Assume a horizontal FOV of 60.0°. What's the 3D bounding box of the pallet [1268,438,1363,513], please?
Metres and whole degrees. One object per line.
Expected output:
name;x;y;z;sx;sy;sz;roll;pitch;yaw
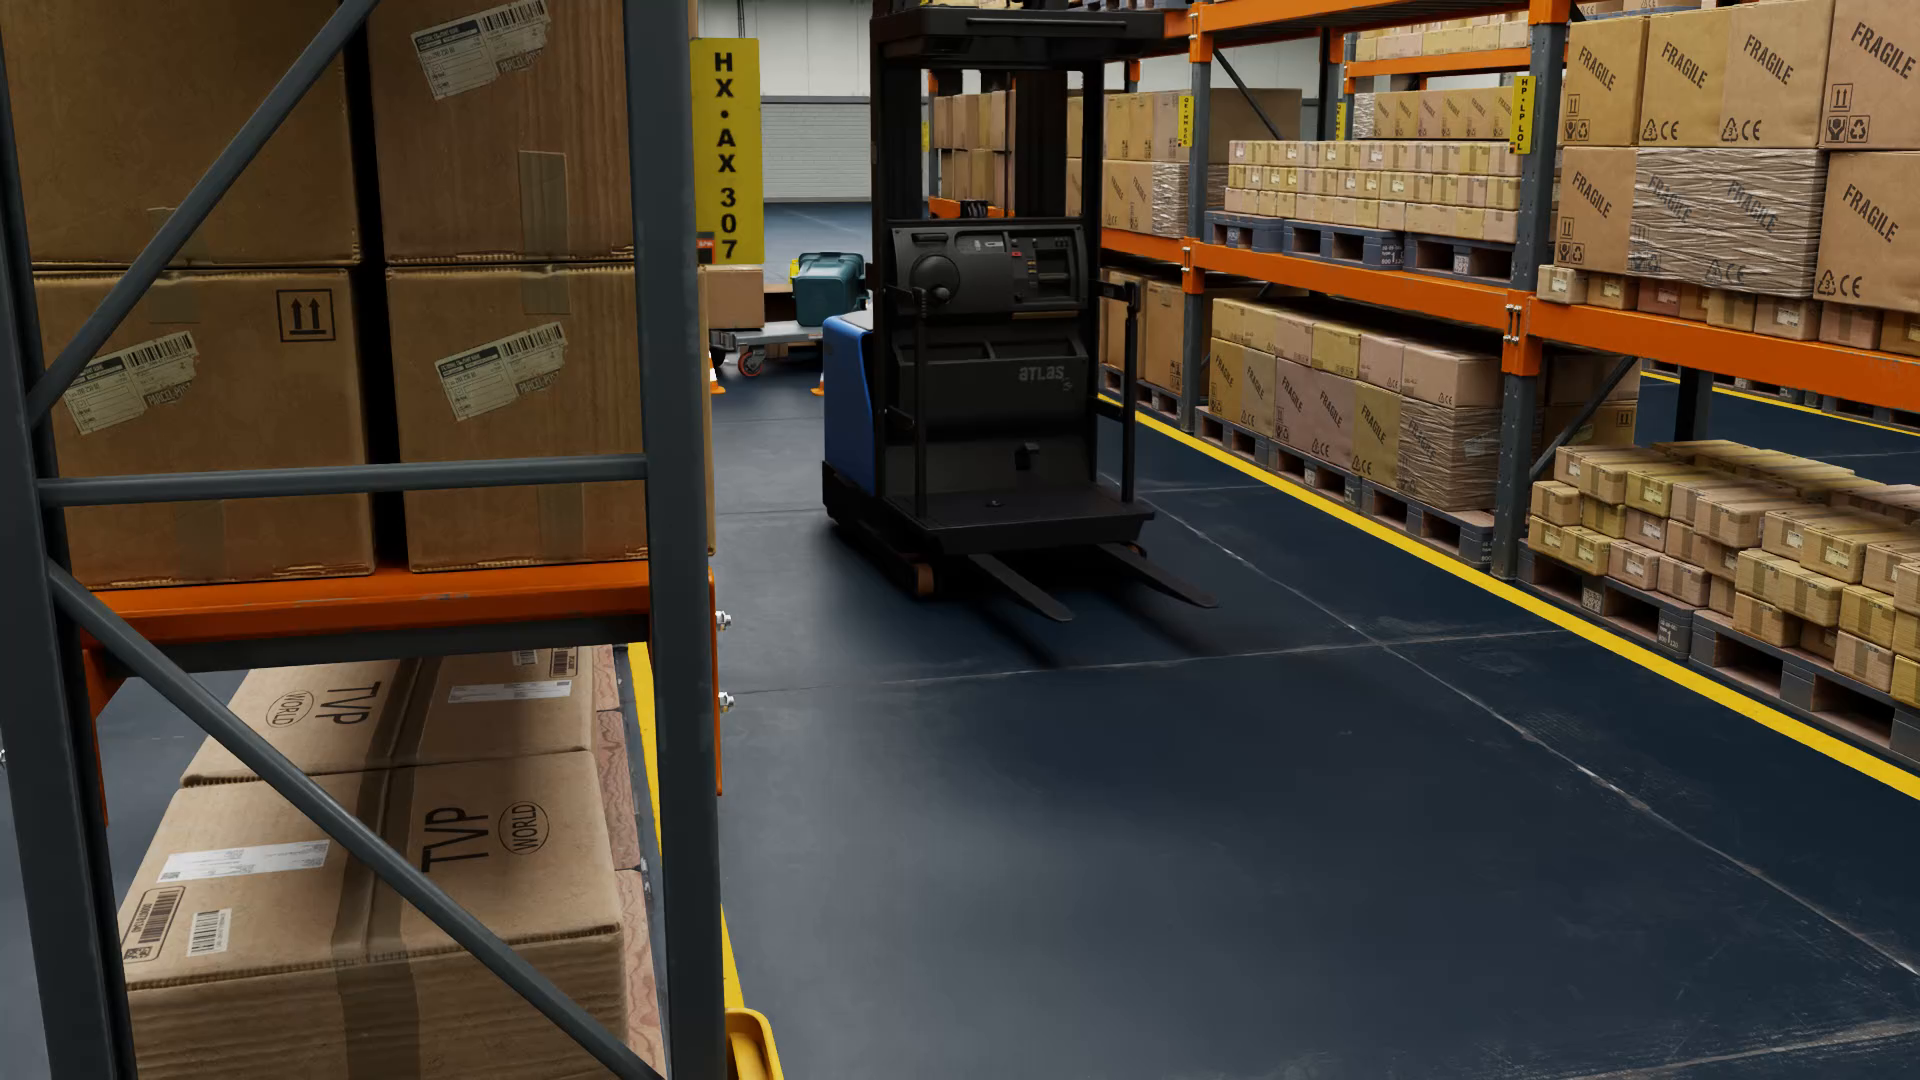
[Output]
pallet;2.491;-0.411;9.664;1.003;0.211;1.213;-3;14;-13

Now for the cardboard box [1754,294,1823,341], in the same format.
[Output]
cardboard box;3.070;-0.797;5.900;0.380;0.149;0.250;-3;14;-11

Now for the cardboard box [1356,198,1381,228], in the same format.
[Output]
cardboard box;2.371;-1.767;8.984;0.380;0.149;0.250;-3;14;-11

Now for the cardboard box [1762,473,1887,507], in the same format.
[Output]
cardboard box;3.451;-0.167;6.657;0.380;0.149;0.250;-3;14;-11

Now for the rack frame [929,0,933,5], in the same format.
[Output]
rack frame;0.147;-6.987;18.063;1.000;3.000;0.127;-3;14;-13

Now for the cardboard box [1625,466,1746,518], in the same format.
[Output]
cardboard box;2.959;-0.199;6.788;0.380;0.149;0.250;-3;14;-14

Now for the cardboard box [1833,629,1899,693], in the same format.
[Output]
cardboard box;3.205;0.395;5.613;0.380;0.149;0.250;-3;14;-12

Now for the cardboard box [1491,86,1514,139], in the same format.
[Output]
cardboard box;5.558;-4.170;16.231;0.500;0.500;0.500;-3;14;-13

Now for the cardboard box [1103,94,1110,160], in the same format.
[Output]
cardboard box;1.450;-3.334;13.438;0.700;0.500;0.500;-3;14;-13

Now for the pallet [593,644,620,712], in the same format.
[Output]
pallet;-1.720;0.530;5.815;1.003;0.211;1.213;-3;14;-13

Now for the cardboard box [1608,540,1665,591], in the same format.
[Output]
cardboard box;2.910;0.095;6.841;0.380;0.149;0.250;-3;14;-13

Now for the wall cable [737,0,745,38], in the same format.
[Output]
wall cable;-7.398;-16.051;47.998;2.305;6.003;0.169;-3;14;-13

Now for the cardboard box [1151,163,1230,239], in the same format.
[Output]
cardboard box;1.659;-2.364;11.574;0.500;0.500;0.500;-3;14;-13

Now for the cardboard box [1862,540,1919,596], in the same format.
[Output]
cardboard box;3.276;0.100;5.567;0.380;0.149;0.250;-4;14;-15

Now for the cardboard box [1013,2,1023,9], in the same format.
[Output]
cardboard box;0.690;-4.803;14.882;0.380;0.149;0.250;-3;14;-13

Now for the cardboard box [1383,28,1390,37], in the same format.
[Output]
cardboard box;4.978;-5.710;18.636;0.380;0.149;0.250;-4;14;-14

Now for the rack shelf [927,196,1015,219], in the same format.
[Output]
rack shelf;0.617;-3.261;16.972;1.077;0.370;4.000;-3;14;-13

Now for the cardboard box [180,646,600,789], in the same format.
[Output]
cardboard box;-1.358;0.601;4.159;0.875;0.438;0.875;-3;14;-12

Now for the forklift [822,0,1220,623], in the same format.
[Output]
forklift;0.212;-1.269;7.444;1.130;2.935;3.031;-5;14;-18

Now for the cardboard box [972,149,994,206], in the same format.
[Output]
cardboard box;0.603;-3.680;16.855;0.875;0.550;0.500;-3;14;-13

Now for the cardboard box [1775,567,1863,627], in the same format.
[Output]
cardboard box;3.112;0.189;5.830;0.380;0.149;0.250;-3;14;-13

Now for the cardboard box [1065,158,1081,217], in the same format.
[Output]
cardboard box;1.068;-2.945;13.952;0.500;0.500;0.500;-3;14;-13

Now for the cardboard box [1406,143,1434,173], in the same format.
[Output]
cardboard box;2.497;-1.939;8.434;0.380;0.149;0.250;-3;14;-13

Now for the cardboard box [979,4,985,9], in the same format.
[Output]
cardboard box;0.389;-5.097;16.084;0.380;0.149;0.250;-3;14;-14

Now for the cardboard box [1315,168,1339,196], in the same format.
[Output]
cardboard box;2.248;-2.034;9.448;0.380;0.149;0.250;-3;14;-14

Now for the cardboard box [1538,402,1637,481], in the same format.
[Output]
cardboard box;3.050;-0.479;8.449;0.500;0.500;0.500;-3;14;-11

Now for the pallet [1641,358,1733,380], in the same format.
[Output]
pallet;6.406;-1.587;14.476;1.003;0.211;1.213;-3;14;-13

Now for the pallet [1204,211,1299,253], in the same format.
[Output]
pallet;2.297;-1.975;10.595;1.213;0.211;1.003;-3;14;-13

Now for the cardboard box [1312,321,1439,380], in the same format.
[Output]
cardboard box;2.299;-1.056;9.232;0.500;0.250;0.500;-4;14;-16

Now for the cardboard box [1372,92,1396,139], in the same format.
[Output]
cardboard box;4.967;-4.746;18.590;0.500;0.500;0.500;-3;14;-13

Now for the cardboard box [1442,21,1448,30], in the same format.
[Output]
cardboard box;5.282;-5.410;17.408;0.380;0.149;0.250;-4;14;-15

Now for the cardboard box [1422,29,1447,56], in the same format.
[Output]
cardboard box;5.221;-5.231;17.515;0.500;0.250;0.500;-3;14;-12

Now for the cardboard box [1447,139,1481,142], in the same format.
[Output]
cardboard box;5.587;-3.930;17.356;0.875;0.500;0.500;-3;14;-13

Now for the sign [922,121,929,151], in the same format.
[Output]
sign;-0.394;-4.502;18.542;0.100;0.325;0.005;-3;14;-13

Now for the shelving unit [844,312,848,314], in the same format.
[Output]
shelving unit;-0.458;-0.734;9.195;0.215;1.050;0.252;-12;16;-42

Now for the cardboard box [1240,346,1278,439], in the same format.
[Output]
cardboard box;2.066;-0.923;10.268;0.500;0.500;0.500;-3;14;-13

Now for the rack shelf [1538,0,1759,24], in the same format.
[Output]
rack shelf;3.435;-1.950;5.285;1.077;0.370;4.000;-3;14;-13

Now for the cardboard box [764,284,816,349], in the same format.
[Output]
cardboard box;-1.540;-2.147;15.869;0.797;0.637;0.503;-3;14;-13

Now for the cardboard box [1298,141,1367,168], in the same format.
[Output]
cardboard box;2.192;-2.238;9.659;0.380;0.149;0.250;-3;14;-11

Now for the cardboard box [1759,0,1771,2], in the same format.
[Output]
cardboard box;6.391;-4.074;12.778;0.500;0.250;0.500;-3;14;-13

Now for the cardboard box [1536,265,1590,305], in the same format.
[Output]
cardboard box;2.714;-1.098;7.132;0.380;0.149;0.250;-3;14;-11

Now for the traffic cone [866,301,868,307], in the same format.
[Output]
traffic cone;-1.109;-2.638;18.251;0.336;0.463;0.334;-3;14;-13

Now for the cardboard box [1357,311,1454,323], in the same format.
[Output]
cardboard box;2.675;-1.204;9.835;0.500;0.250;0.500;-3;14;-12

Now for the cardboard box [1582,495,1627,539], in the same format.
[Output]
cardboard box;2.886;-0.113;7.064;0.380;0.149;0.250;-3;14;-13

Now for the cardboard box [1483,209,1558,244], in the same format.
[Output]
cardboard box;2.680;-1.467;7.754;0.380;0.149;0.250;-4;14;-14

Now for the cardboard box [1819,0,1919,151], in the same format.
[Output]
cardboard box;3.178;-1.510;5.343;0.500;0.500;0.500;-4;14;-15

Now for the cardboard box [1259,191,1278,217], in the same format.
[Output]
cardboard box;2.062;-2.070;10.225;0.380;0.149;0.250;-3;14;-10

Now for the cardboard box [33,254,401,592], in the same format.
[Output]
cardboard box;-1.254;-0.227;2.826;0.500;0.500;0.500;-3;14;-13

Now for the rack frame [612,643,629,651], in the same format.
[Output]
rack frame;-1.823;-1.005;6.220;1.000;3.000;0.127;-3;14;-13

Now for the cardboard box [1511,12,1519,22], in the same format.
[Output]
cardboard box;5.600;-5.106;16.163;0.380;0.149;0.250;-3;14;-13

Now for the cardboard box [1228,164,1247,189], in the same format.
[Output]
cardboard box;1.944;-2.331;10.664;0.380;0.149;0.250;-3;14;-11

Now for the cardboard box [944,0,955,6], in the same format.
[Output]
cardboard box;0.131;-5.611;17.347;0.500;0.250;0.500;-3;14;-14

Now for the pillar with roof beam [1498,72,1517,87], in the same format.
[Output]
pillar with roof beam;10.621;-13.251;43.706;9.100;9.000;0.400;-3;14;-13

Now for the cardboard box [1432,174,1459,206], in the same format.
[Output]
cardboard box;2.562;-1.729;8.203;0.380;0.149;0.250;-3;14;-11
